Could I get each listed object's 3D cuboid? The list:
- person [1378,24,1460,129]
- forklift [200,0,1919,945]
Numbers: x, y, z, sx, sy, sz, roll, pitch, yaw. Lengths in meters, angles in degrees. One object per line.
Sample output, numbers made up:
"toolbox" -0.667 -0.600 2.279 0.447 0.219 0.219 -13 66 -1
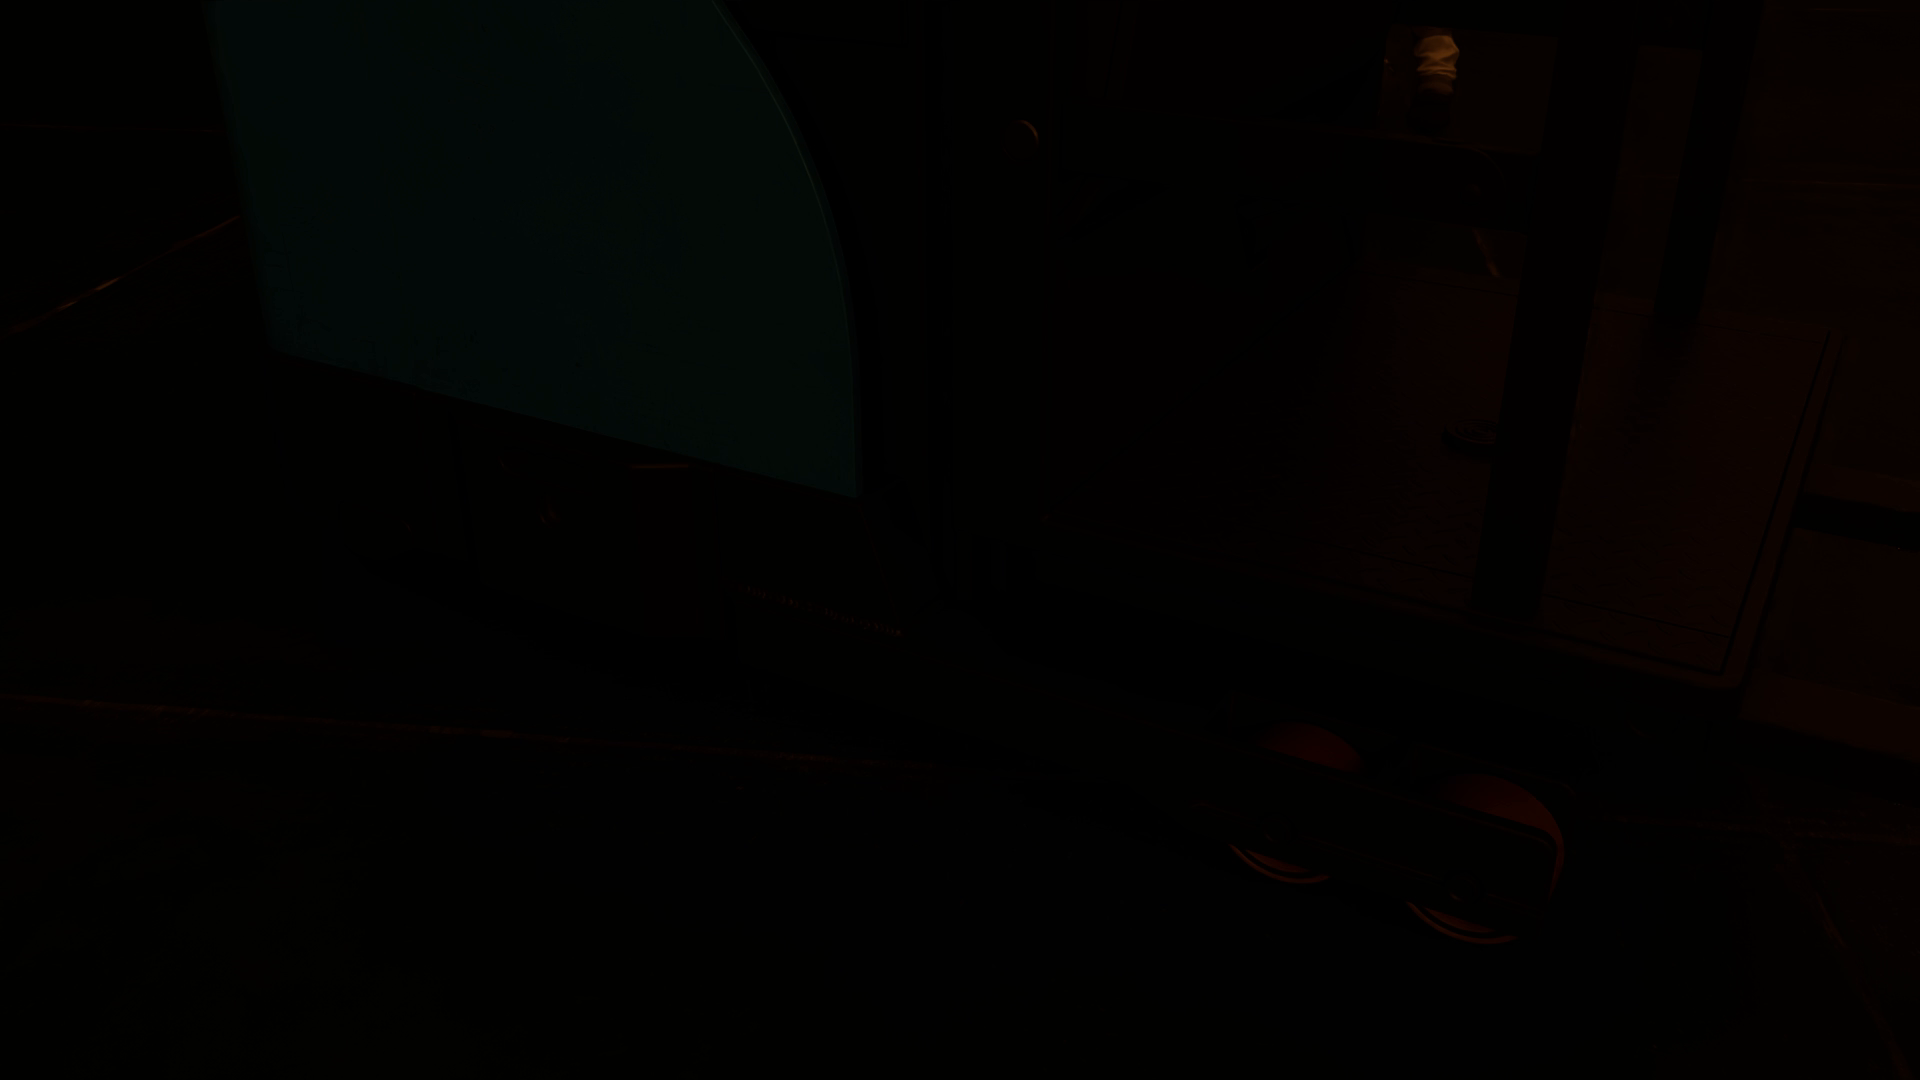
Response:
"person" 1.155 -1.975 4.511 0.844 1.773 0.483 1 27 1
"forklift" 0.529 -1.176 1.574 3.031 2.935 1.130 14 30 26
